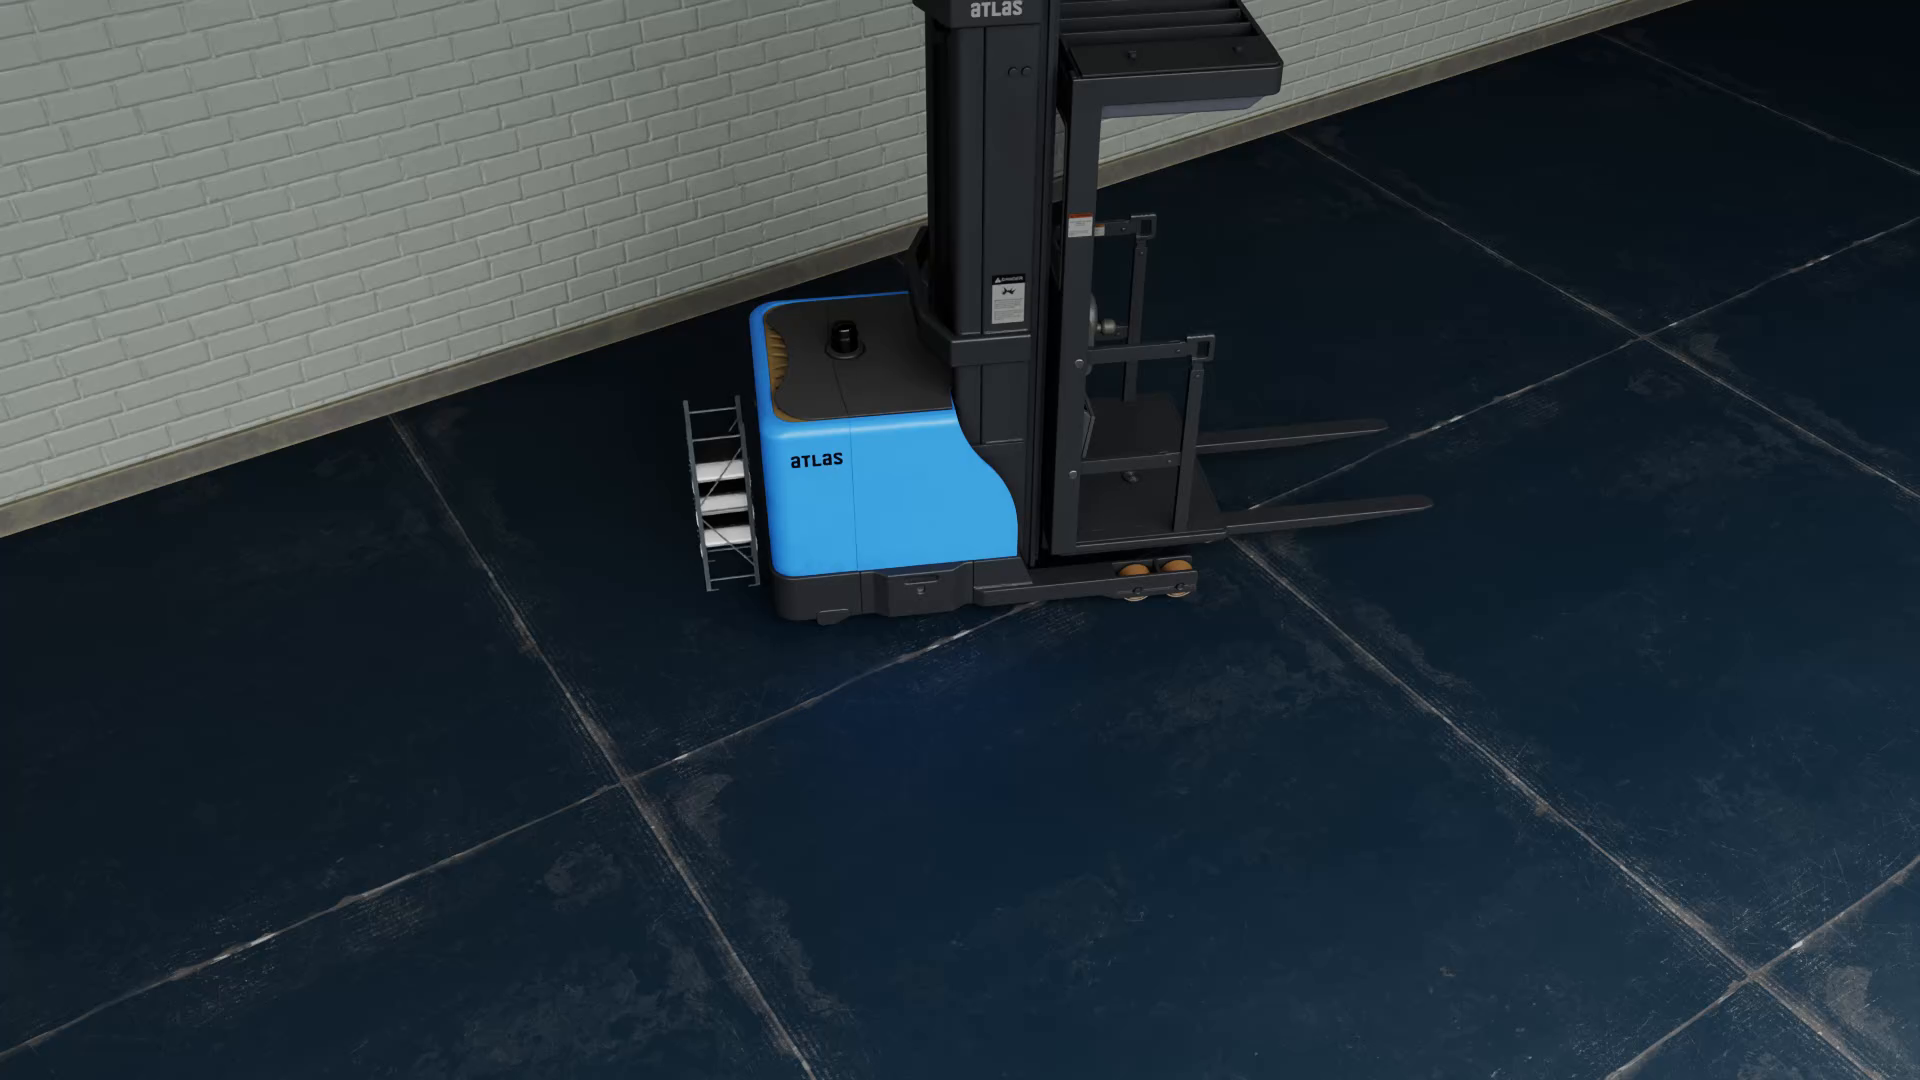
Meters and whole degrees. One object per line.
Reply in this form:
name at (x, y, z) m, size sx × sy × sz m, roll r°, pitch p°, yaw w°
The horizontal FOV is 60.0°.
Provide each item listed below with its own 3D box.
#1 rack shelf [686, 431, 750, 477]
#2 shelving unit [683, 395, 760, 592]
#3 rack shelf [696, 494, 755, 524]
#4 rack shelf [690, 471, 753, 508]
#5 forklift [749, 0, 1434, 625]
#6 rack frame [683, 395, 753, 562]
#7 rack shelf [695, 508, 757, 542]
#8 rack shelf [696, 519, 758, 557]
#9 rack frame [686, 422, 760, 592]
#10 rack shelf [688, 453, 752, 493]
rack shelf at (-1.038, -0.375, 7.127) m, size 0.258 × 0.077 × 0.200 m, roll -7°, pitch 40°, yaw -8°
shelving unit at (-1.038, -0.194, 7.279) m, size 0.258 × 0.900 × 0.210 m, roll -7°, pitch 40°, yaw -8°
rack shelf at (-1.038, -0.168, 7.300) m, size 0.258 × 0.077 × 0.200 m, roll -7°, pitch 40°, yaw -8°
rack shelf at (-1.038, -0.237, 7.243) m, size 0.258 × 0.077 × 0.200 m, roll -7°, pitch 40°, yaw -8°
forklift at (0.620, -1.184, 6.882) m, size 3.031 × 2.935 × 1.130 m, roll -5°, pitch 40°, yaw -6°
rack frame at (-1.057, -0.258, 7.356) m, size 0.240 × 0.900 × 0.006 m, roll -7°, pitch 40°, yaw -8°
rack shelf at (-1.038, -0.099, 7.358) m, size 0.258 × 0.077 × 0.200 m, roll -7°, pitch 40°, yaw -8°
rack shelf at (-1.038, -0.030, 7.416) m, size 0.258 × 0.077 × 0.200 m, roll -7°, pitch 40°, yaw -8°
rack frame at (-1.019, -0.129, 7.202) m, size 0.240 × 0.900 × 0.006 m, roll -7°, pitch 40°, yaw -8°
rack shelf at (-1.038, -0.306, 7.185) m, size 0.258 × 0.077 × 0.200 m, roll -7°, pitch 40°, yaw -8°
